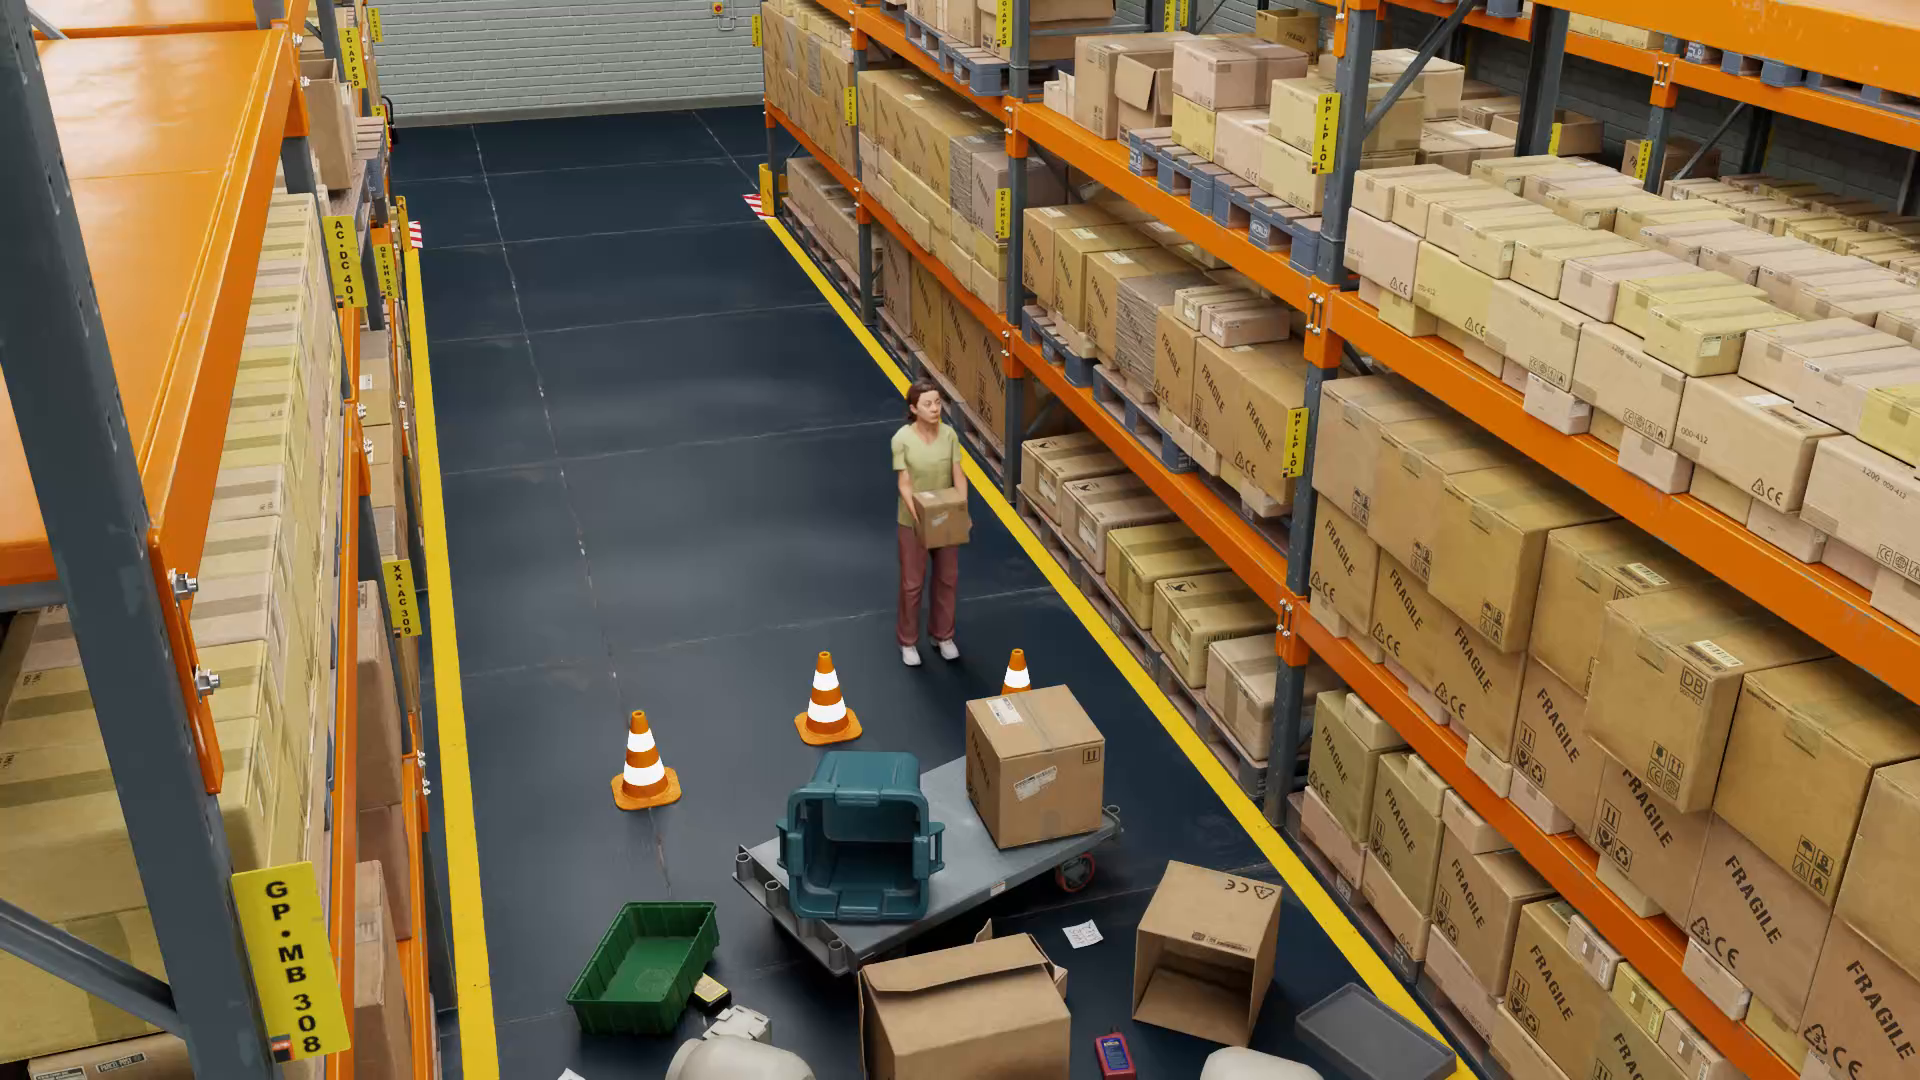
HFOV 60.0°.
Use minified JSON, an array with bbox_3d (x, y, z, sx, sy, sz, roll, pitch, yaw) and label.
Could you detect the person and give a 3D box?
[{"bbox_3d":[-0.157,-0.084,9.531,0.438,1.665,0.543,-12,29,-23],"label":"person"}]
